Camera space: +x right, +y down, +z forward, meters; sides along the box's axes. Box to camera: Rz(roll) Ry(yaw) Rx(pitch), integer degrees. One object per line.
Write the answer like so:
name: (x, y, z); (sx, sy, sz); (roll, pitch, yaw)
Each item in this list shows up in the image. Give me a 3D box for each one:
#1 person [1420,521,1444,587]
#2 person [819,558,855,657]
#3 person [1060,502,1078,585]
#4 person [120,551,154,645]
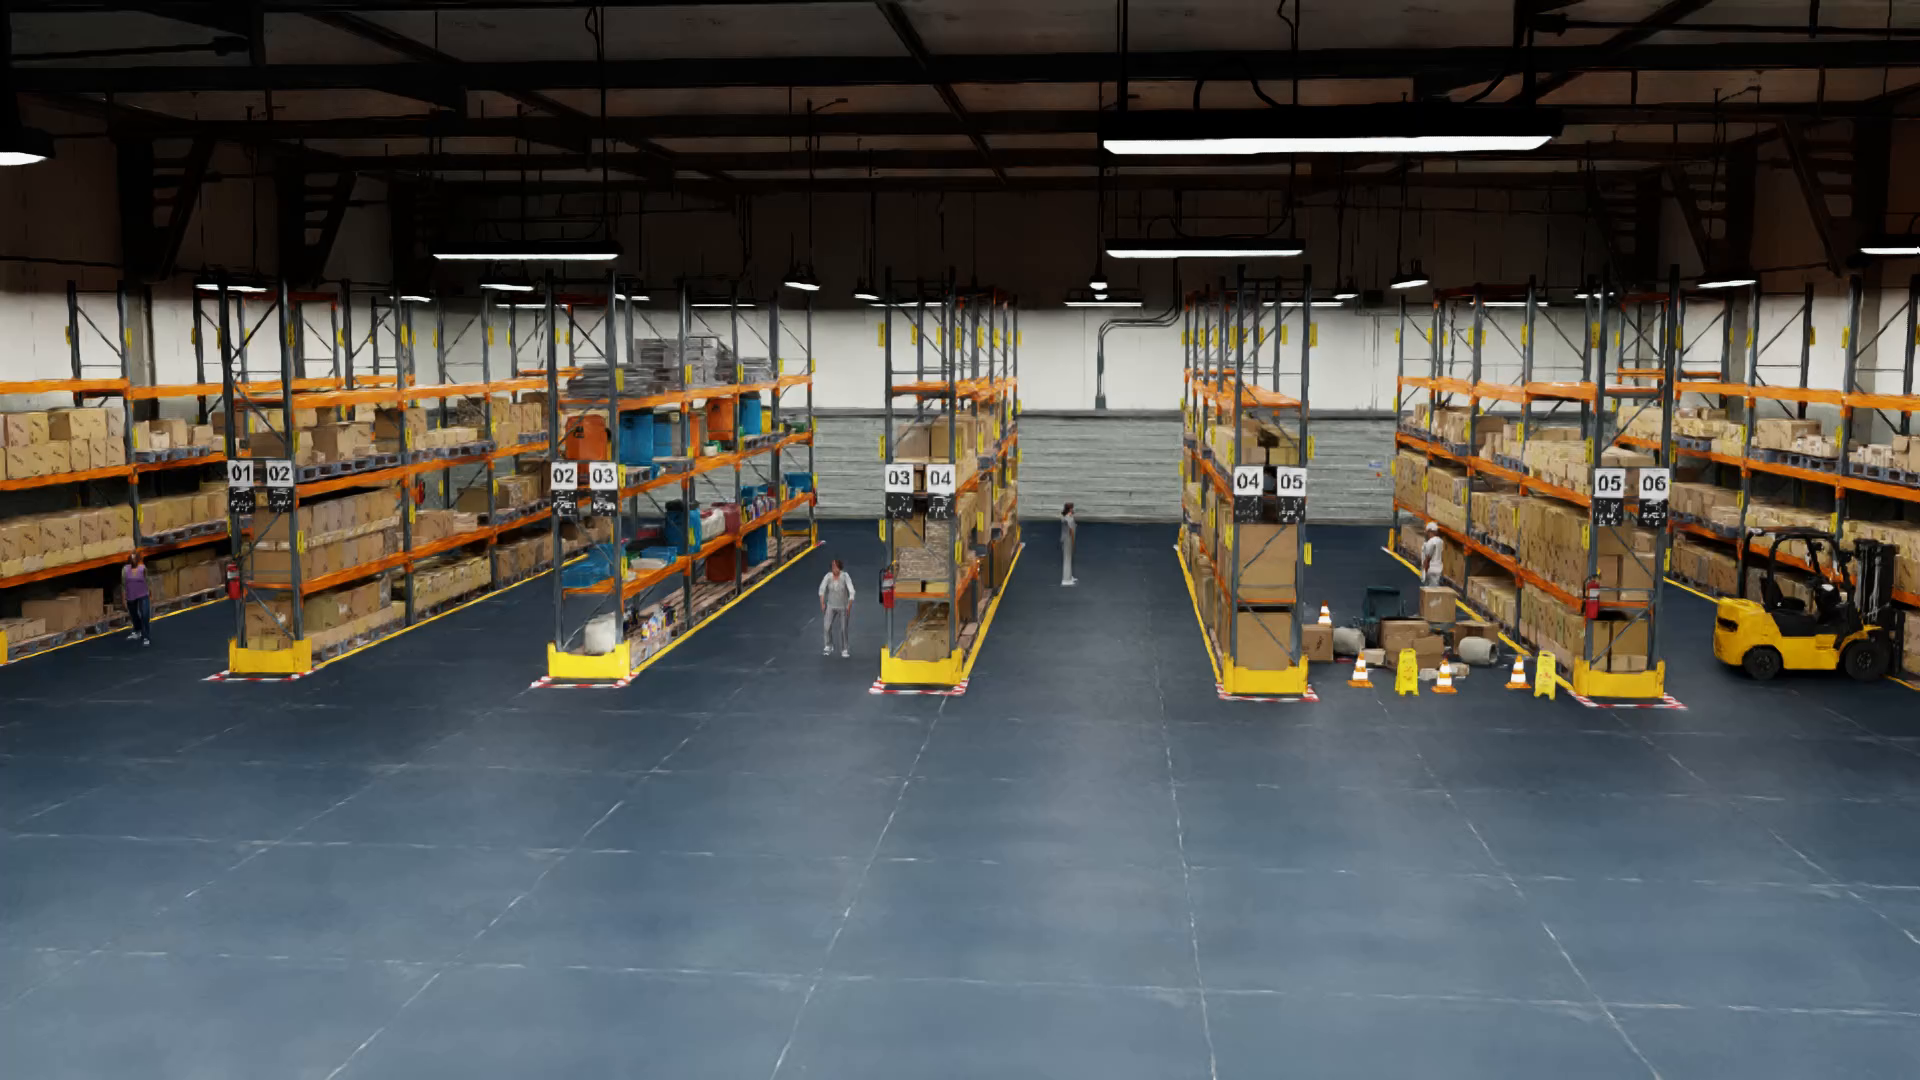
person: (8.256, 0.553, 29.242); (0.577, 1.777, 0.662); (4, 8, 29)
person: (-1.891, 1.033, 25.579); (0.564, 1.563, 0.494); (0, 7, 3)
person: (2.245, 0.053, 33.793); (0.457, 1.675, 0.531); (-2, 7, -17)
person: (-13.503, 0.928, 27.280); (0.453, 1.535, 0.880); (-2, 7, -18)
